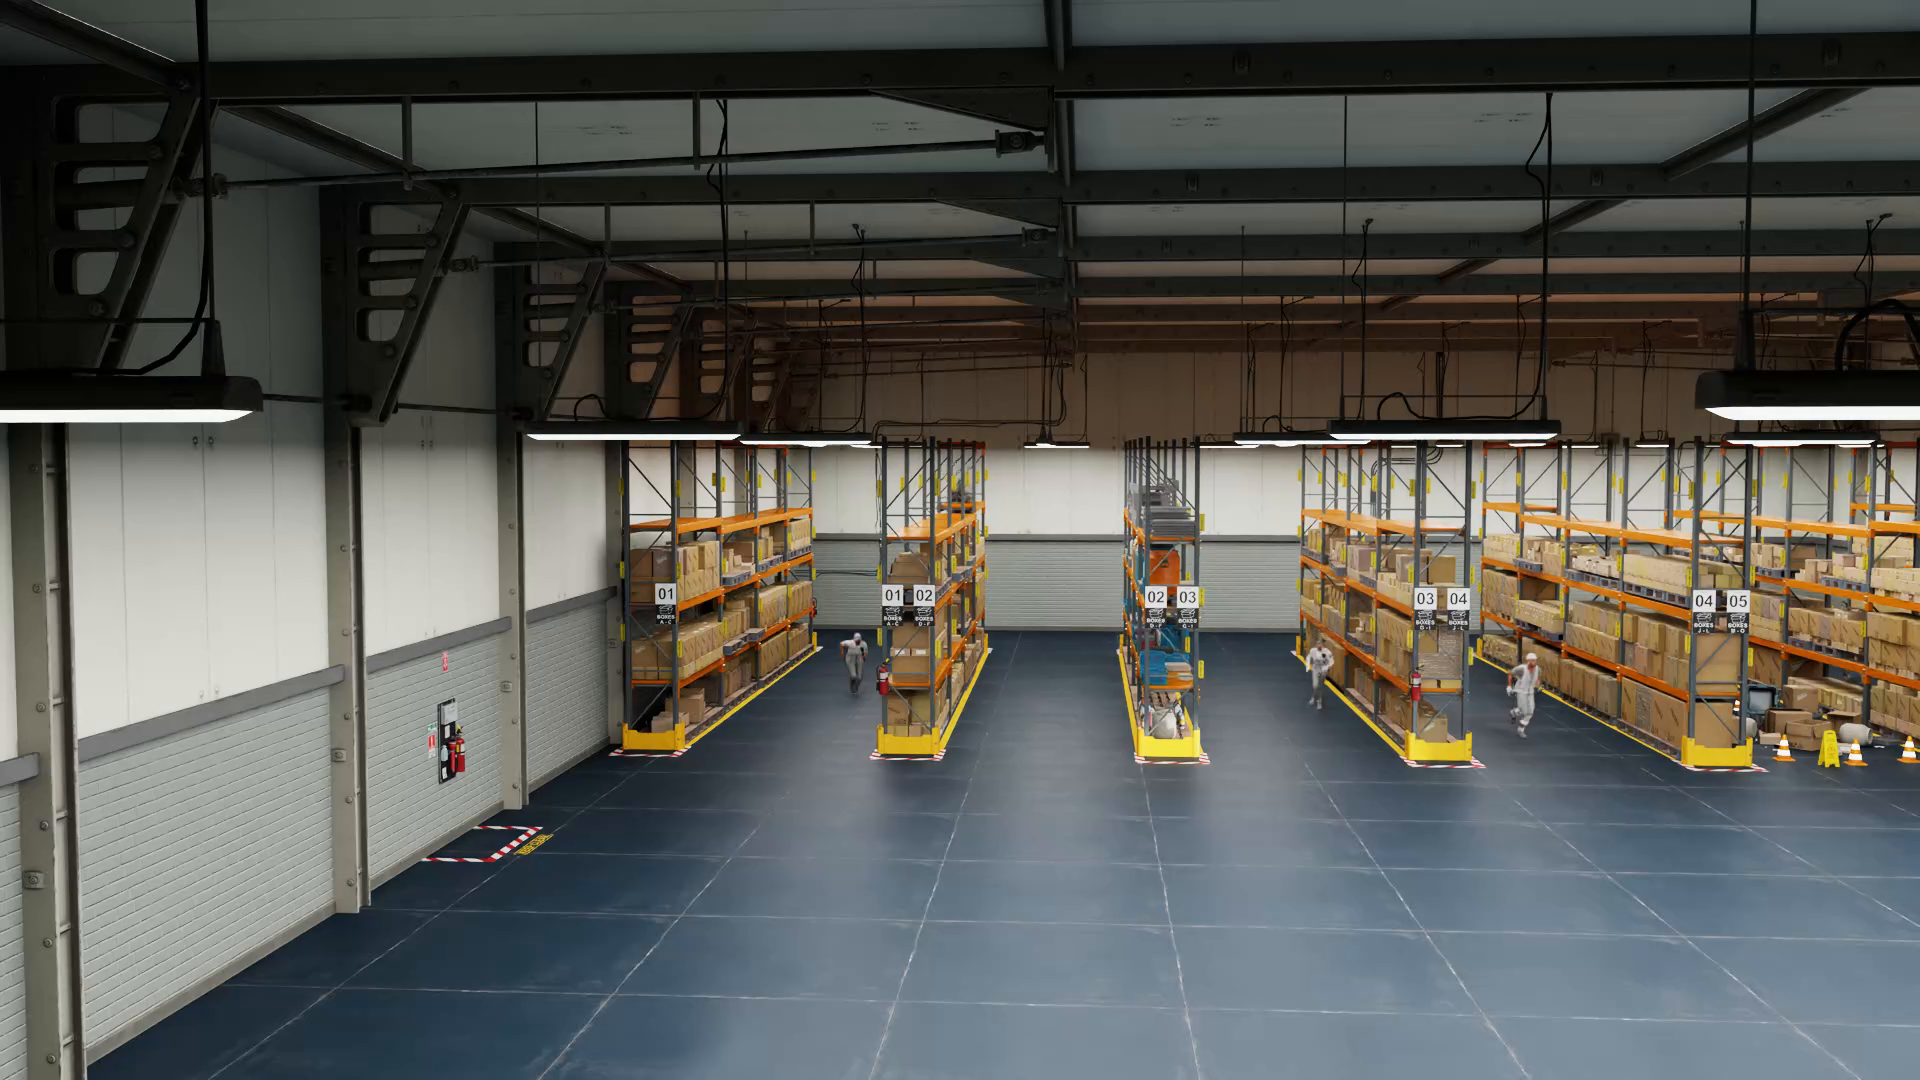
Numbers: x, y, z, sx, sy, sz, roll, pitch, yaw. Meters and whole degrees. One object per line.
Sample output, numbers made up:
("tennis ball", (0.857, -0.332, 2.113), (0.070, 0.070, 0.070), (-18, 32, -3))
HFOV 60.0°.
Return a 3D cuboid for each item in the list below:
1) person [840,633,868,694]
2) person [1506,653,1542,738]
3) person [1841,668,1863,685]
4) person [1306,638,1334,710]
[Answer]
("person", (-2.482, 2.896, 38.885), (0.636, 1.496, 0.849), (-1, 3, -15))
("person", (11.335, 3.097, 33.411), (0.654, 1.711, 0.769), (-1, 3, -20))
("person", (21.667, 2.671, 40.393), (0.692, 1.796, 0.889), (0, 3, 1))
("person", (8.031, 2.959, 37.110), (0.597, 1.638, 0.802), (1, 3, 14))
